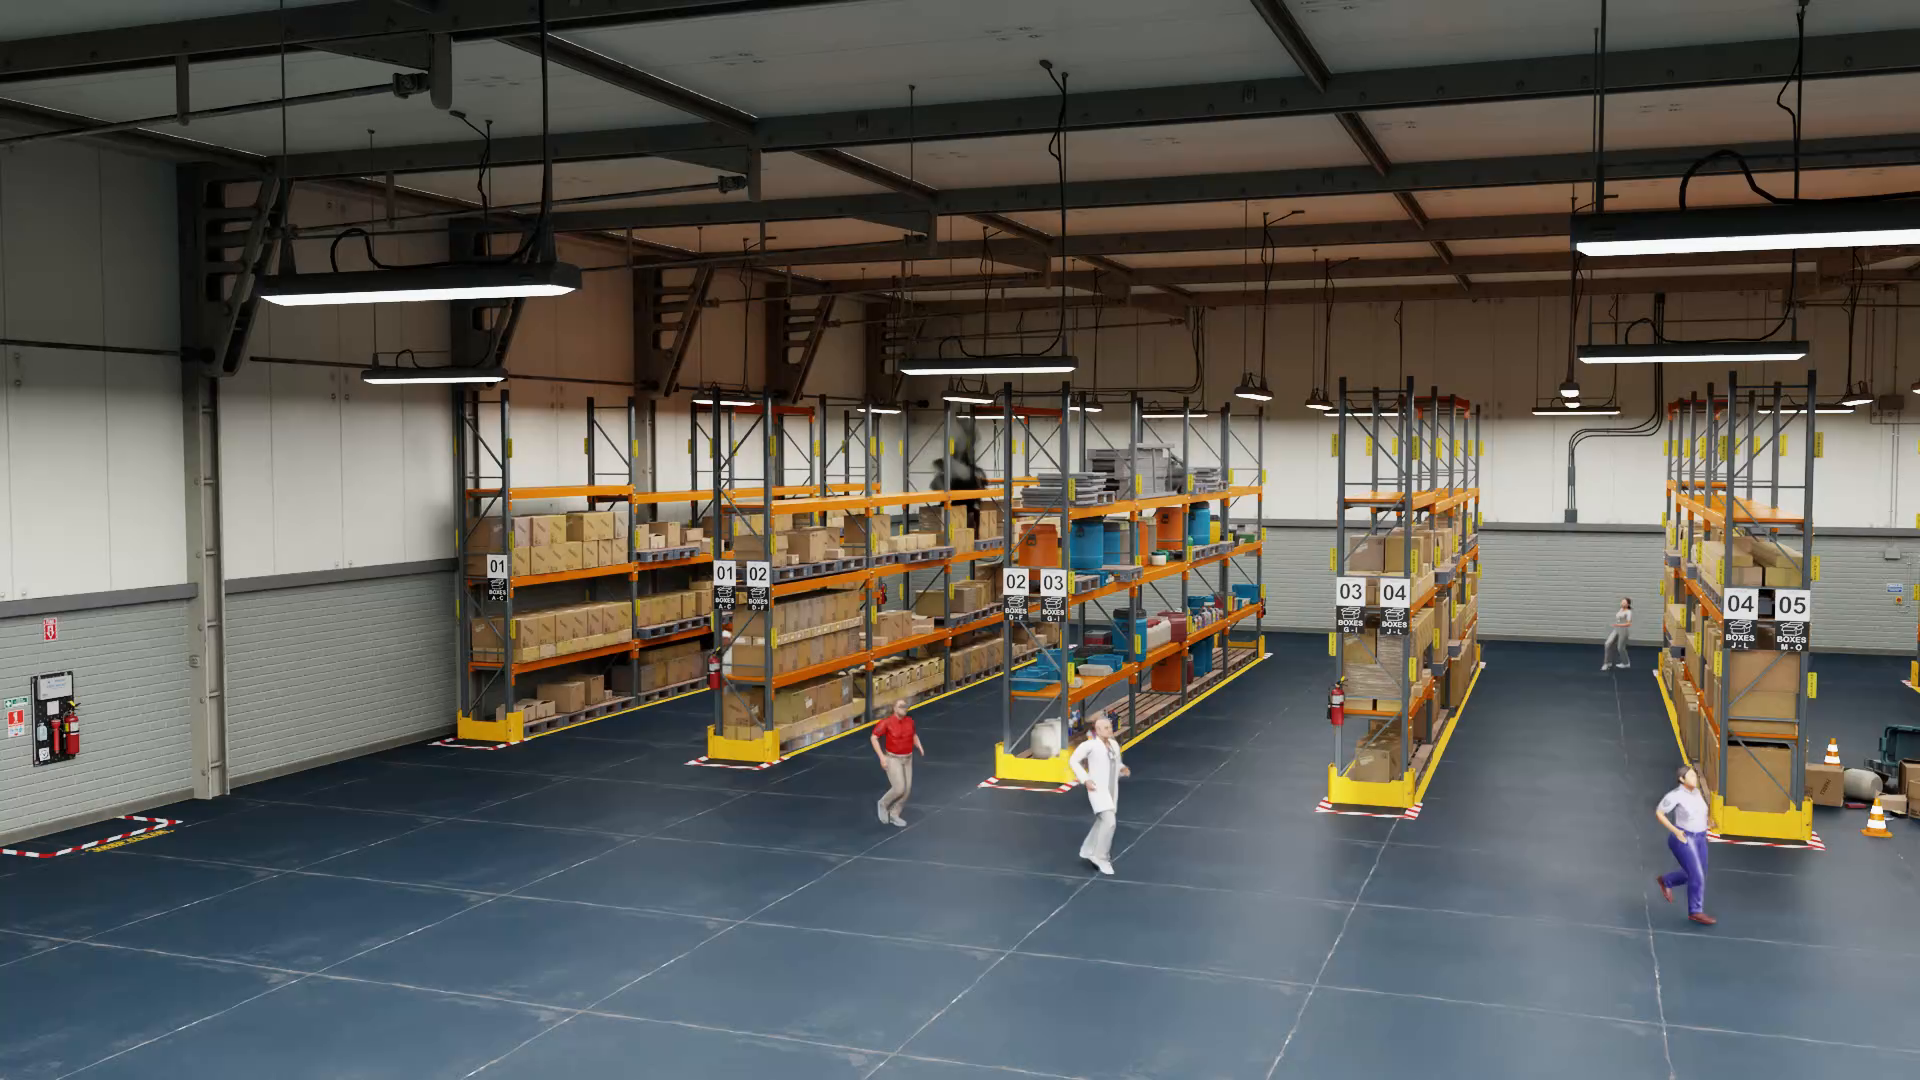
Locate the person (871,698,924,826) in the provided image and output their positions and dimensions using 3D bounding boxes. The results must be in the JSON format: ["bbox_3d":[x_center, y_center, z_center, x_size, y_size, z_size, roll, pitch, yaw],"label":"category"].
[{"bbox_3d":[-0.785,2.943,22.028,0.673,1.693,0.592,-3,4,-43],"label":"person"}]

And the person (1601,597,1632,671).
[{"bbox_3d":[14.851,2.111,37.332,0.767,1.658,0.567,-1,3,-22],"label":"person"}]

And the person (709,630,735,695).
[{"bbox_3d":[-4.166,2.505,29.366,0.637,1.814,0.711,1,3,19],"label":"person"}]

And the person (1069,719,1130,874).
[{"bbox_3d":[1.695,3.045,19.760,0.691,1.847,0.750,-3,4,-44],"label":"person"}]

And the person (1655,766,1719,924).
[{"bbox_3d":[7.743,3.313,17.764,0.620,1.415,0.803,-2,4,-30],"label":"person"}]
